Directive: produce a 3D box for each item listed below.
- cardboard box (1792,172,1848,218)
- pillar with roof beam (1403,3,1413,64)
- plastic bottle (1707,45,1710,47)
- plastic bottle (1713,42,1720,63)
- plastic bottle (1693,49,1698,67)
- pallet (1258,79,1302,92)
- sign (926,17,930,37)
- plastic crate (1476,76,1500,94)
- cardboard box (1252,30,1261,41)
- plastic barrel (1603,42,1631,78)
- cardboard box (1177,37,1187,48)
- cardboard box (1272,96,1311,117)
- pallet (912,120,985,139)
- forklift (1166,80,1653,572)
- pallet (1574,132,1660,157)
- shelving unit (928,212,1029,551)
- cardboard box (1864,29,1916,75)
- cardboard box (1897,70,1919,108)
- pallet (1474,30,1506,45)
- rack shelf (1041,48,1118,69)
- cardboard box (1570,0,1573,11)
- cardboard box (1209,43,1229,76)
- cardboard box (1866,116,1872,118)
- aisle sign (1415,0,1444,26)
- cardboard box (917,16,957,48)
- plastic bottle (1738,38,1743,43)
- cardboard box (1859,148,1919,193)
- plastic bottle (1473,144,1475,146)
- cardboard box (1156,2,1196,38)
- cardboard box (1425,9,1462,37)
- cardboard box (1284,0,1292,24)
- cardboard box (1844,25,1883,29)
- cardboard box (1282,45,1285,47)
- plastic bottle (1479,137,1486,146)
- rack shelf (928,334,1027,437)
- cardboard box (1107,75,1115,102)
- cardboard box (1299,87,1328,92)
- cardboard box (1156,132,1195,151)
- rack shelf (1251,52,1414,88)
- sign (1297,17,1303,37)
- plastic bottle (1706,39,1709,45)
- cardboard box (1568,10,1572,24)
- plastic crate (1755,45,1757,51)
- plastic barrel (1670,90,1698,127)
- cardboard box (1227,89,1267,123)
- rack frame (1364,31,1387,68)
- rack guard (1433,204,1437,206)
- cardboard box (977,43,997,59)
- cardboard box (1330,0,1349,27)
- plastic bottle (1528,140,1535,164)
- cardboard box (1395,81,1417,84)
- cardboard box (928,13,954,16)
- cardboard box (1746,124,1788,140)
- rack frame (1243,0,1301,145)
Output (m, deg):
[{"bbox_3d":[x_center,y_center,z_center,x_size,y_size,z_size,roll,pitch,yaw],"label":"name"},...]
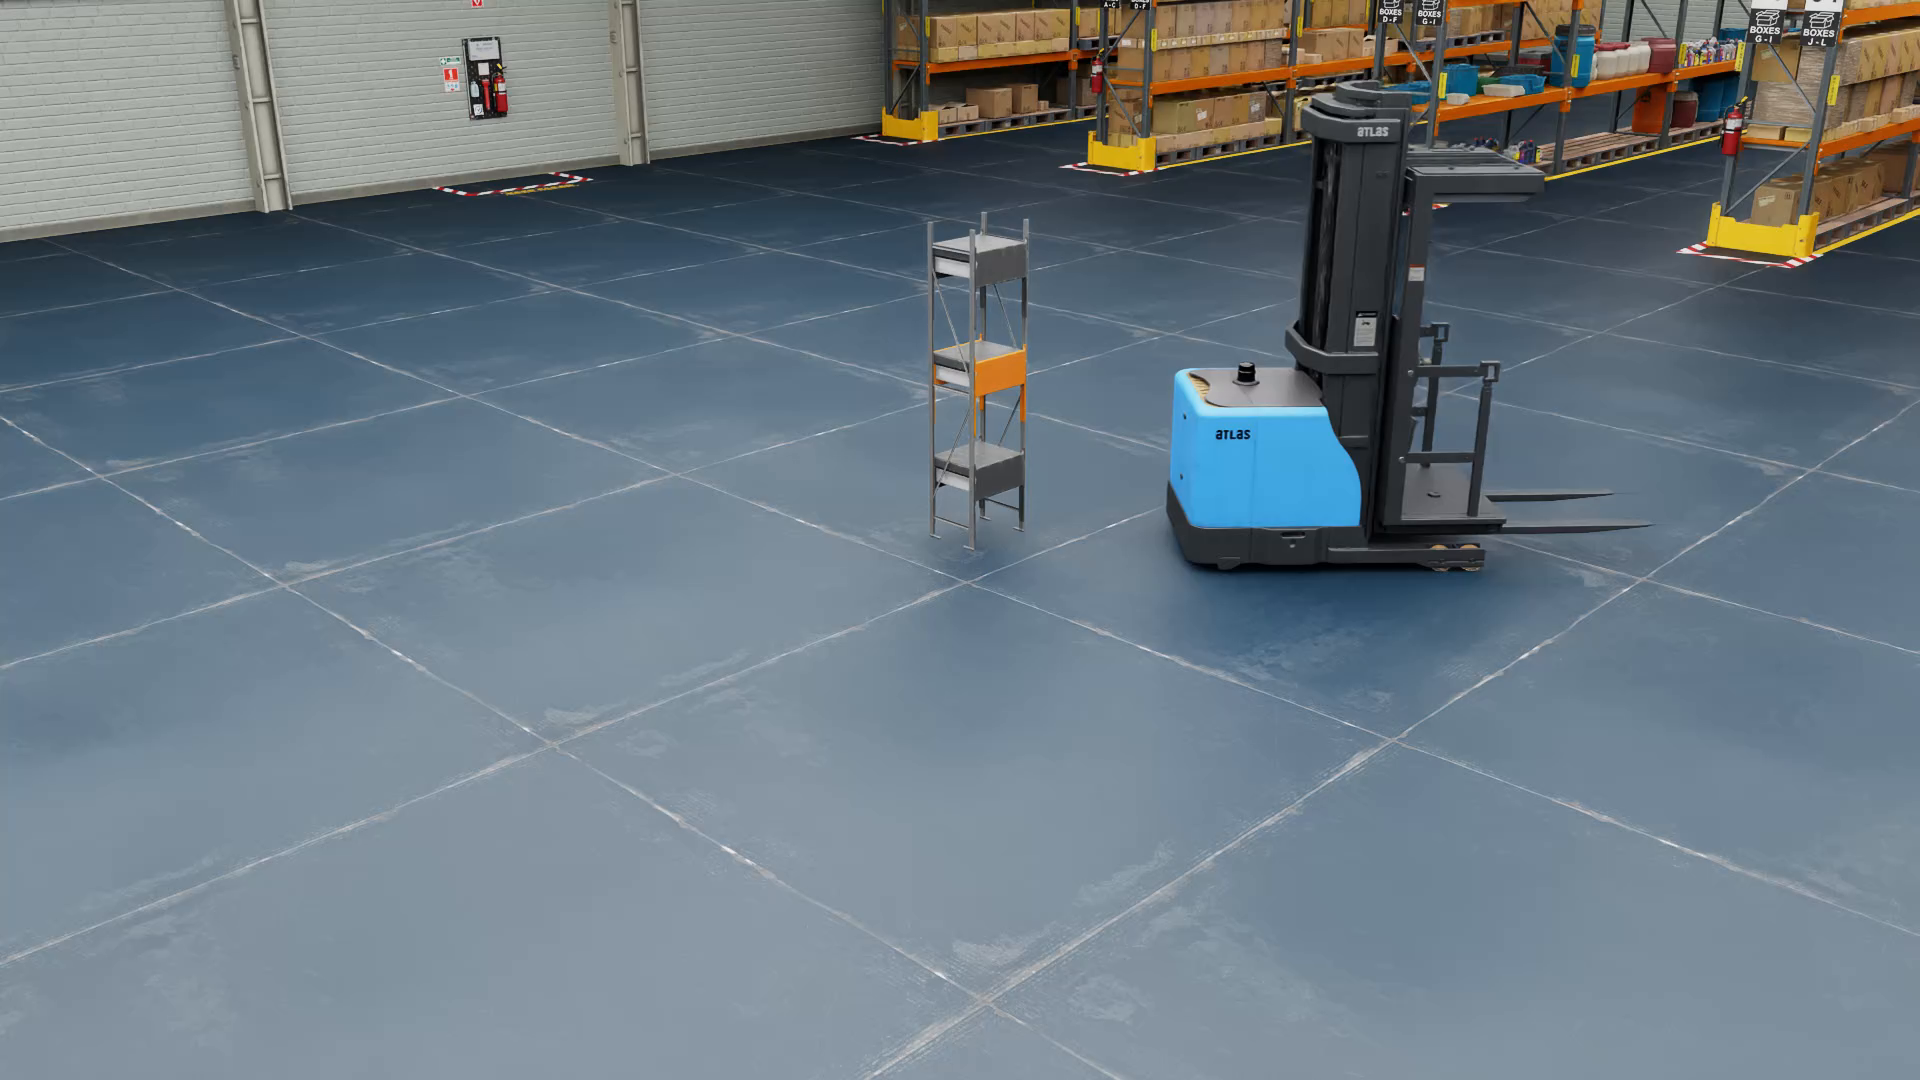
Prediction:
[{"bbox_3d":[10.982,-4.430,21.318,0.500,0.500,0.500,-17,27,-37],"label":"cardboard box"},{"bbox_3d":[14.555,-15.391,38.576,9.100,9.000,0.400,19,28,41],"label":"pillar with roof beam"},{"bbox_3d":[13.766,-9.014,30.621,0.097,0.201,0.097,0,21,0],"label":"plastic bottle"},{"bbox_3d":[13.339,-8.626,29.405,0.144,0.351,0.185,19,28,41],"label":"plastic bottle"},{"bbox_3d":[12.707,-8.340,28.755,0.061,0.283,0.133,19,28,41],"label":"plastic bottle"},{"bbox_3d":[6.932,-10.211,37.347,1.003,0.211,1.213,19,28,41],"label":"pallet"},{"bbox_3d":[-0.566,-8.914,28.878,0.100,0.325,0.005,19,28,41],"label":"sign"},{"bbox_3d":[7.785,-6.817,24.924,0.450,0.188,0.662,19,28,41],"label":"plastic crate"},{"bbox_3d":[4.814,-8.462,27.865,0.380,0.149,0.250,19,28,41],"label":"cardboard box"},{"bbox_3d":[10.572,-7.748,26.863,0.433,0.535,0.433,0,21,0],"label":"plastic barrel"},{"bbox_3d":[3.382,-7.935,26.495,0.380,0.149,0.250,19,28,41],"label":"cardboard box"},{"bbox_3d":[5.854,-7.653,29.270,0.500,0.311,0.500,19,28,41],"label":"cardboard box"},{"bbox_3d":[-0.310,-7.563,30.458,1.003,0.211,1.213,19,28,41],"label":"pallet"},{"bbox_3d":[2.939,-1.357,10.520,3.031,2.935,1.130,-1,21,-2],"label":"forklift"},{"bbox_3d":[11.156,-6.731,28.293,1.003,0.211,1.213,19,28,41],"label":"pallet"},{"bbox_3d":[0.115,-1.023,10.809,0.431,2.100,0.503,19,28,41],"label":"shelving unit"},{"bbox_3d":[11.668,-6.165,20.985,0.500,0.500,0.500,19,28,41],"label":"cardboard box"},{"bbox_3d":[12.124,-6.040,22.053,0.875,0.500,0.500,19,28,41],"label":"cardboard box"},{"bbox_3d":[10.333,-10.223,33.760,1.003,0.211,1.213,19,28,41],"label":"pallet"},{"bbox_3d":[3.231,-9.852,33.528,1.077,0.370,4.000,19,28,41],"label":"rack shelf"},{"bbox_3d":[12.935,-11.585,35.501,0.500,0.500,0.500,-19,28,-41],"label":"cardboard box"},{"bbox_3d":[4.010,-7.969,27.486,0.500,0.500,0.700,-19,28,-40],"label":"cardboard box"},{"bbox_3d":[11.257,-5.281,20.984,0.380,0.149,0.250,19,28,41],"label":"cardboard box"},{"bbox_3d":[6.303,-7.287,22.230,0.394,0.787,0.004,19,28,41],"label":"aisle sign"},{"bbox_3d":[-0.406,-8.982,29.399,0.500,0.500,0.500,19,28,41],"label":"cardboard box"},{"bbox_3d":[14.108,-8.909,30.142,0.144,0.351,0.185,19,28,41],"label":"plastic bottle"},{"bbox_3d":[12.926,-5.145,23.151,0.700,0.500,0.500,17,27,37],"label":"cardboard box"},{"bbox_3d":[7.866,-5.926,25.502,0.097,0.271,0.097,0,21,0],"label":"plastic bottle"},{"bbox_3d":[3.332,-8.326,26.607,0.700,0.500,0.500,18,28,39],"label":"cardboard box"},{"bbox_3d":[9.311,-10.083,32.402,0.500,0.500,0.700,-14,25,-32],"label":"cardboard box"},{"bbox_3d":[6.926,-11.609,36.516,0.500,0.500,0.500,20,28,41],"label":"cardboard box"},{"bbox_3d":[11.639,-6.426,21.664,0.500,0.500,0.500,19,28,41],"label":"cardboard box"},{"bbox_3d":[5.869,-8.644,29.570,0.396,0.266,0.258,18,28,39],"label":"cardboard box"},{"bbox_3d":[8.073,-6.059,25.737,0.185,0.351,0.144,-19,28,-41],"label":"plastic bottle"},{"bbox_3d":[0.115,-1.010,10.813,0.431,0.518,0.480,19,28,41],"label":"rack shelf"},{"bbox_3d":[2.662,-9.051,33.312,0.700,0.500,0.500,19,28,40],"label":"cardboard box"},{"bbox_3d":[6.526,-8.176,30.631,0.500,0.311,0.500,19,28,40],"label":"cardboard box"},{"bbox_3d":[3.477,-6.531,27.132,0.500,0.250,0.500,19,28,41],"label":"cardboard box"},{"bbox_3d":[6.783,-8.613,30.305,1.077,0.370,4.000,19,28,41],"label":"rack shelf"},{"bbox_3d":[5.786,-8.737,28.308,0.100,0.325,0.005,19,28,41],"label":"sign"},{"bbox_3d":[13.860,-9.174,30.925,0.061,0.283,0.133,19,28,41],"label":"plastic bottle"},{"bbox_3d":[12.930,-11.122,35.690,0.500,0.500,0.500,20,28,41],"label":"cardboard box"},{"bbox_3d":[14.942,-9.239,31.215,0.396,0.136,0.243,19,28,41],"label":"plastic crate"},{"bbox_3d":[12.841,-7.713,29.736,0.600,0.588,0.708,19,28,41],"label":"plastic barrel"},{"bbox_3d":[4.863,-7.398,28.342,0.500,0.500,0.500,19,28,41],"label":"cardboard box"},{"bbox_3d":[10.207,-12.758,40.087,1.000,3.000,0.127,19,28,41],"label":"rack frame"},{"bbox_3d":[6.163,-5.030,23.465,1.175,0.500,0.348,19,28,41],"label":"rack guard"},{"bbox_3d":[0.325,-8.897,30.223,0.500,0.250,0.500,19,28,40],"label":"cardboard box"},{"bbox_3d":[8.320,-12.192,38.195,0.980,0.700,0.700,18,28,39],"label":"cardboard box"},{"bbox_3d":[8.691,-5.925,25.388,0.144,0.351,0.185,18,28,39],"label":"plastic bottle"},{"bbox_3d":[8.700,-8.547,32.001,0.500,0.500,0.500,-19,28,-40],"label":"cardboard box"},{"bbox_3d":[-0.420,-9.236,30.059,0.500,0.500,0.500,-20,29,-41],"label":"cardboard box"},{"bbox_3d":[9.743,-4.934,20.080,0.380,0.149,0.250,19,28,41],"label":"cardboard box"},{"bbox_3d":[5.387,-8.435,28.838,1.000,3.000,0.127,19,28,41],"label":"rack frame"}]
